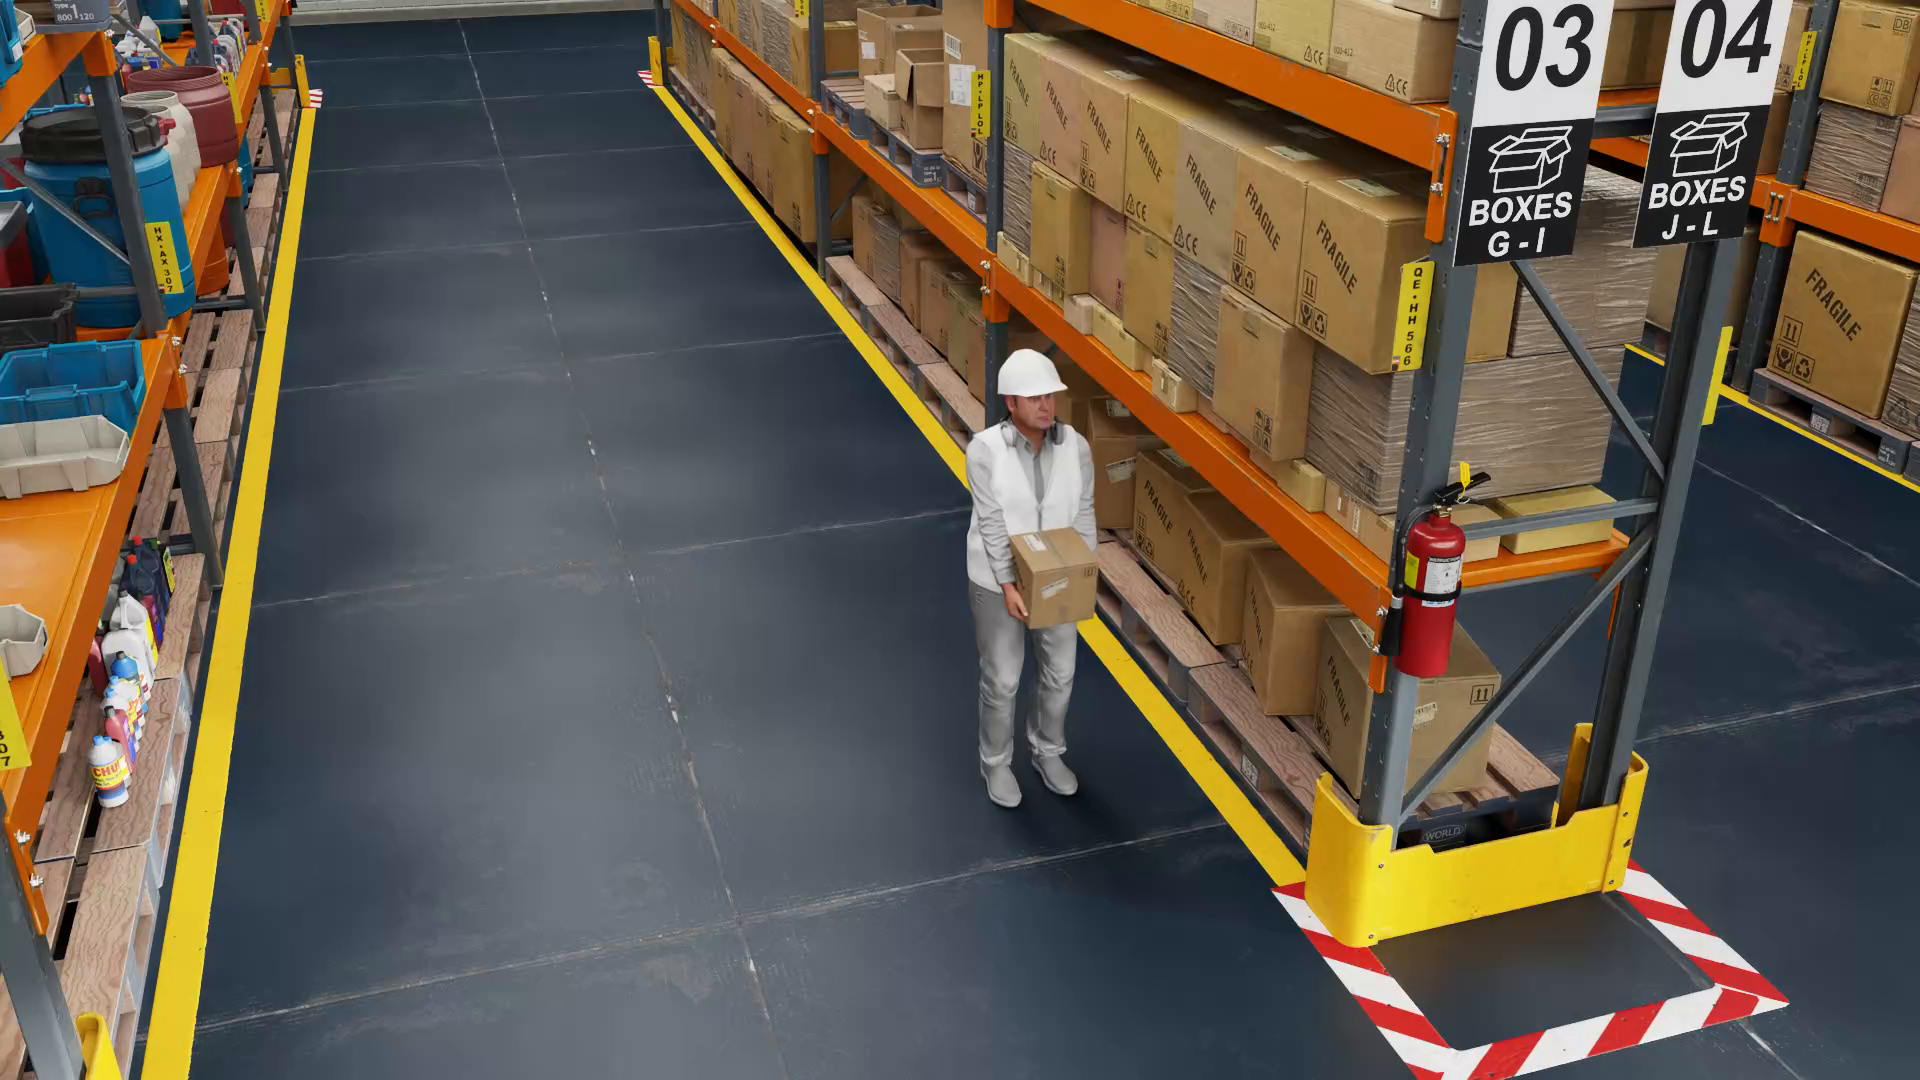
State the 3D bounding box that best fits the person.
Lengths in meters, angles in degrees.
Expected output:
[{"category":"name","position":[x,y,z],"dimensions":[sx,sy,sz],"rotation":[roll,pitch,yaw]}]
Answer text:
[{"category":"person","position":[0.291,0.175,6.236],"dimensions":[0.495,1.768,0.554],"rotation":[-9,27,-17]}]
